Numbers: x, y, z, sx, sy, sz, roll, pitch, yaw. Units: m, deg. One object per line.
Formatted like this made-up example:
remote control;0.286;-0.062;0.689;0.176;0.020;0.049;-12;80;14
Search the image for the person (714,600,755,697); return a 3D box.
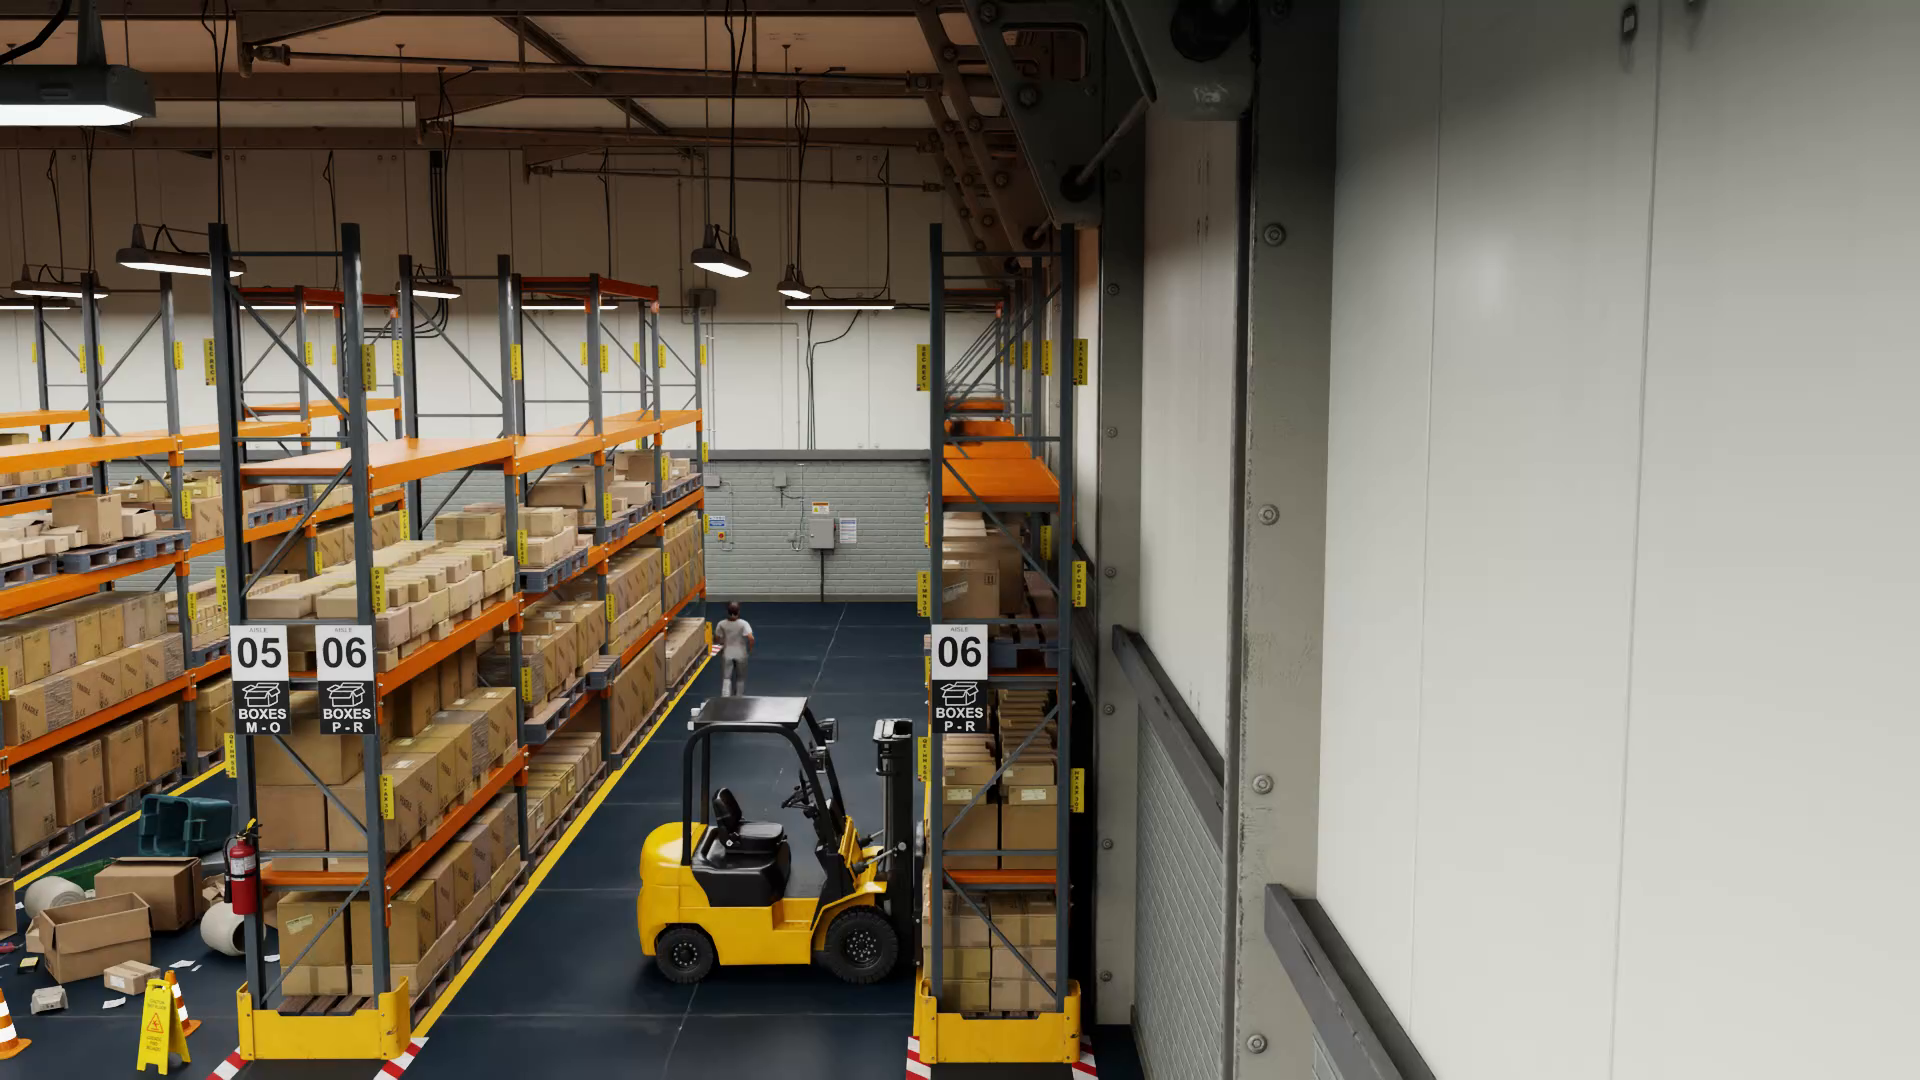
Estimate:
person;-3.140;1.651;23.200;0.575;1.634;0.793;0;7;-1
